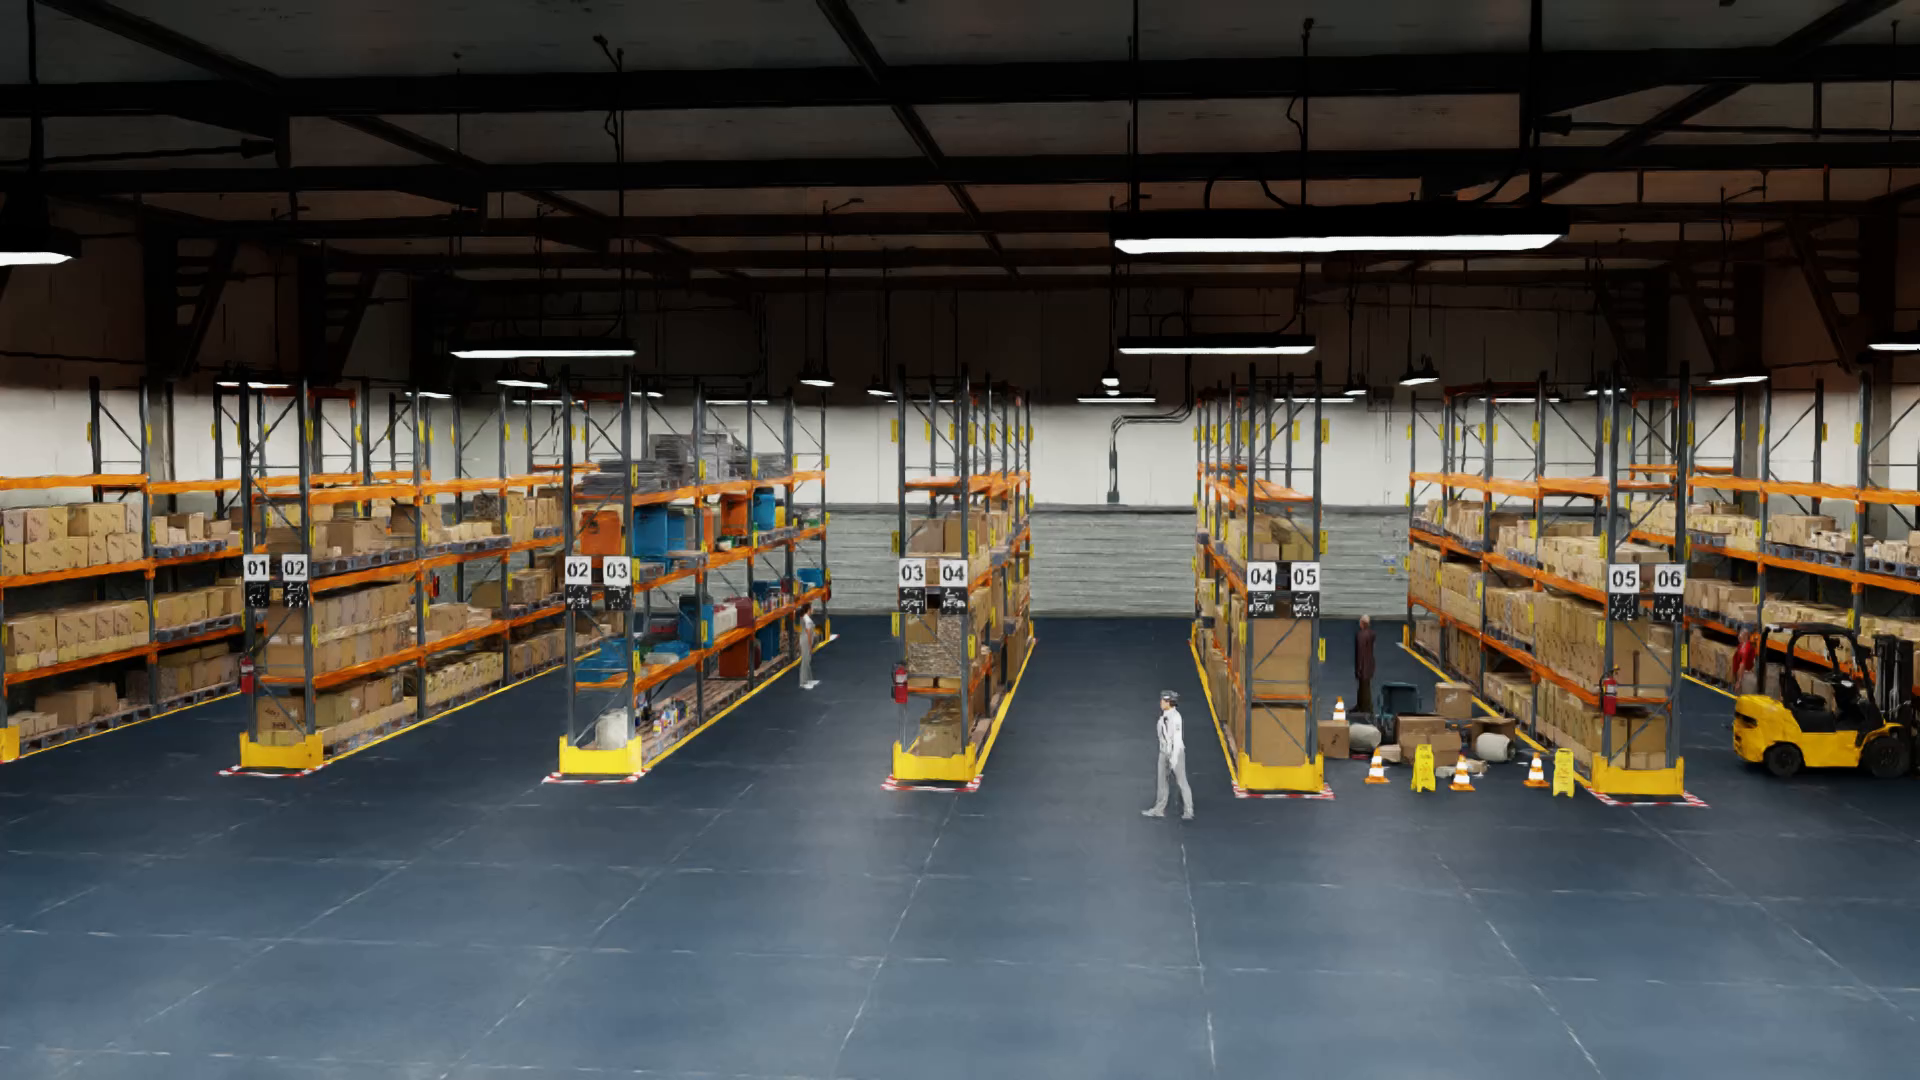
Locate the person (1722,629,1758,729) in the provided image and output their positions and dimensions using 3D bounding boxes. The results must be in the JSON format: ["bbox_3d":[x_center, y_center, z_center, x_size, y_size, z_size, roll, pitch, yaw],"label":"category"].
[{"bbox_3d":[13.076,2.383,27.811,0.580,1.639,0.654,2,4,32],"label":"person"}]

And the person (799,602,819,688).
[{"bbox_3d":[-2.967,2.043,32.717,0.454,1.666,0.540,-1,4,-16],"label":"person"}]

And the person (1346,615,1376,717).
[{"bbox_3d":[7.094,2.212,29.399,0.551,1.782,0.636,3,4,35],"label":"person"}]

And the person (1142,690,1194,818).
[{"bbox_3d":[2.725,2.778,21.662,0.600,1.657,0.588,-1,4,-17],"label":"person"}]
